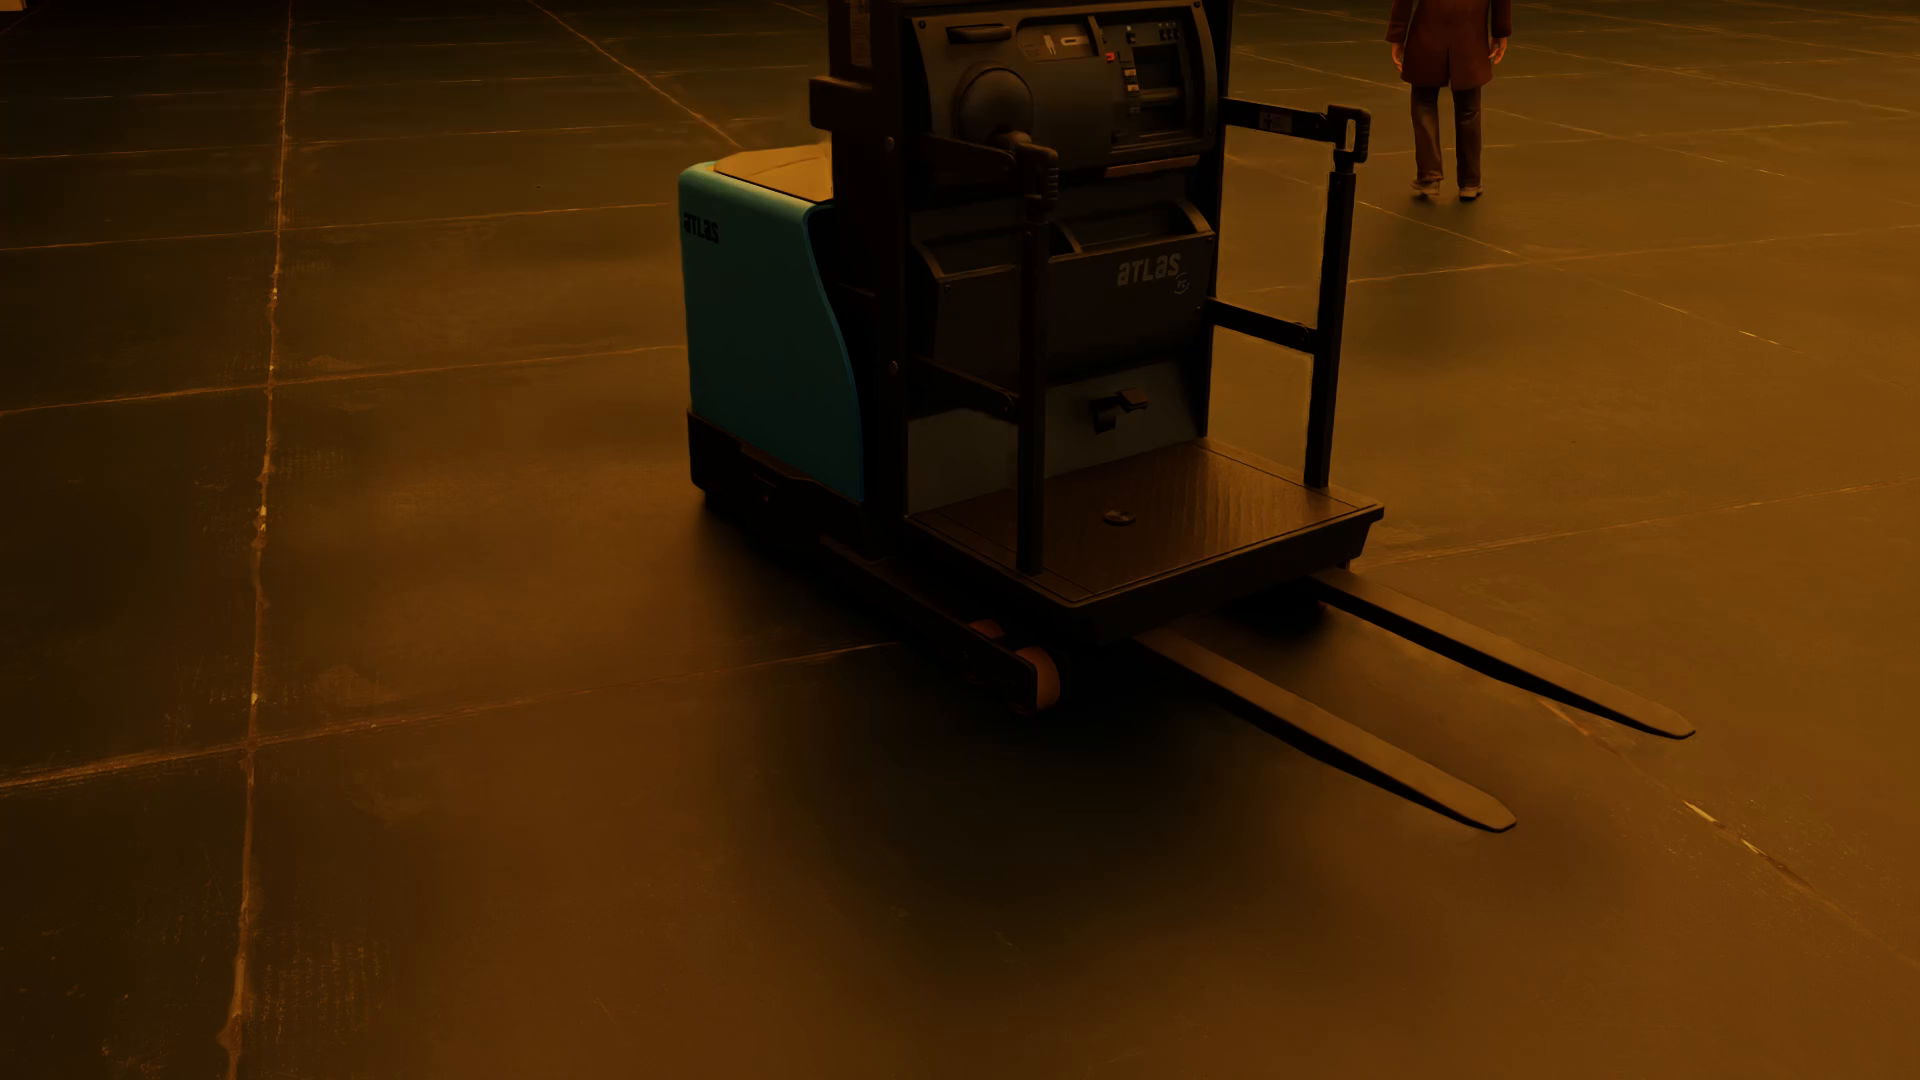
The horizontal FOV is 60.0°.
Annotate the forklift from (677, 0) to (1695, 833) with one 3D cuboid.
[{"bbox_3d":[0.407,-1.138,4.005,1.130,2.935,3.031,-16,28,-33],"label":"forklift"}]

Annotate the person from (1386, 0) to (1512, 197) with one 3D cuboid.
[{"bbox_3d":[2.814,-2.882,9.616,0.694,1.777,0.572,4,23,10],"label":"person"}]
